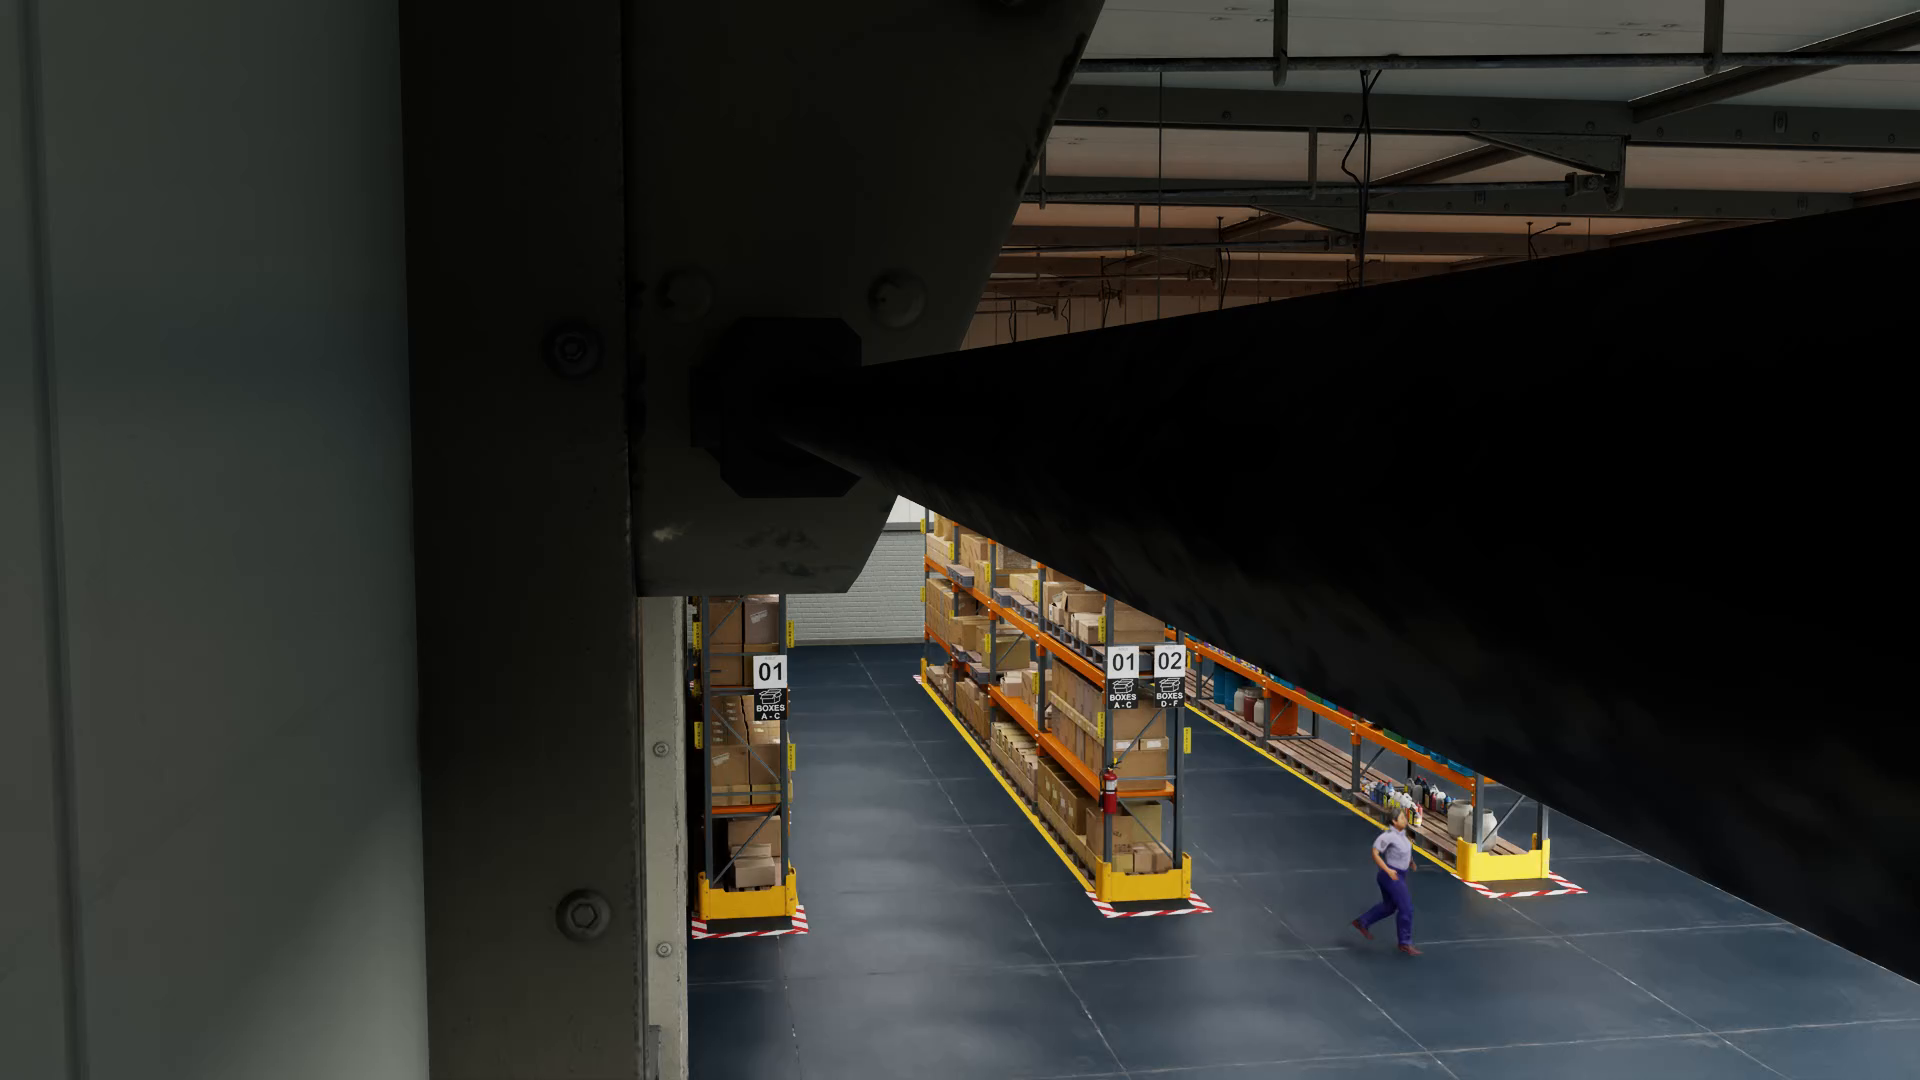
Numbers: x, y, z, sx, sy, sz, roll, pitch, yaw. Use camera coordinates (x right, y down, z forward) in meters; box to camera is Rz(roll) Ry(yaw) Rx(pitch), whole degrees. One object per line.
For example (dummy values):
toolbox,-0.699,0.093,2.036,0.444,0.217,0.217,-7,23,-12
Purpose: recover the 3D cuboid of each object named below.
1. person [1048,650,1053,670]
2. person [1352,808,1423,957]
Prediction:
person,1.874,2.211,35.437,0.547,1.508,0.794,-1,5,-16
person,4.870,3.859,18.907,0.828,1.665,0.621,2,6,25
